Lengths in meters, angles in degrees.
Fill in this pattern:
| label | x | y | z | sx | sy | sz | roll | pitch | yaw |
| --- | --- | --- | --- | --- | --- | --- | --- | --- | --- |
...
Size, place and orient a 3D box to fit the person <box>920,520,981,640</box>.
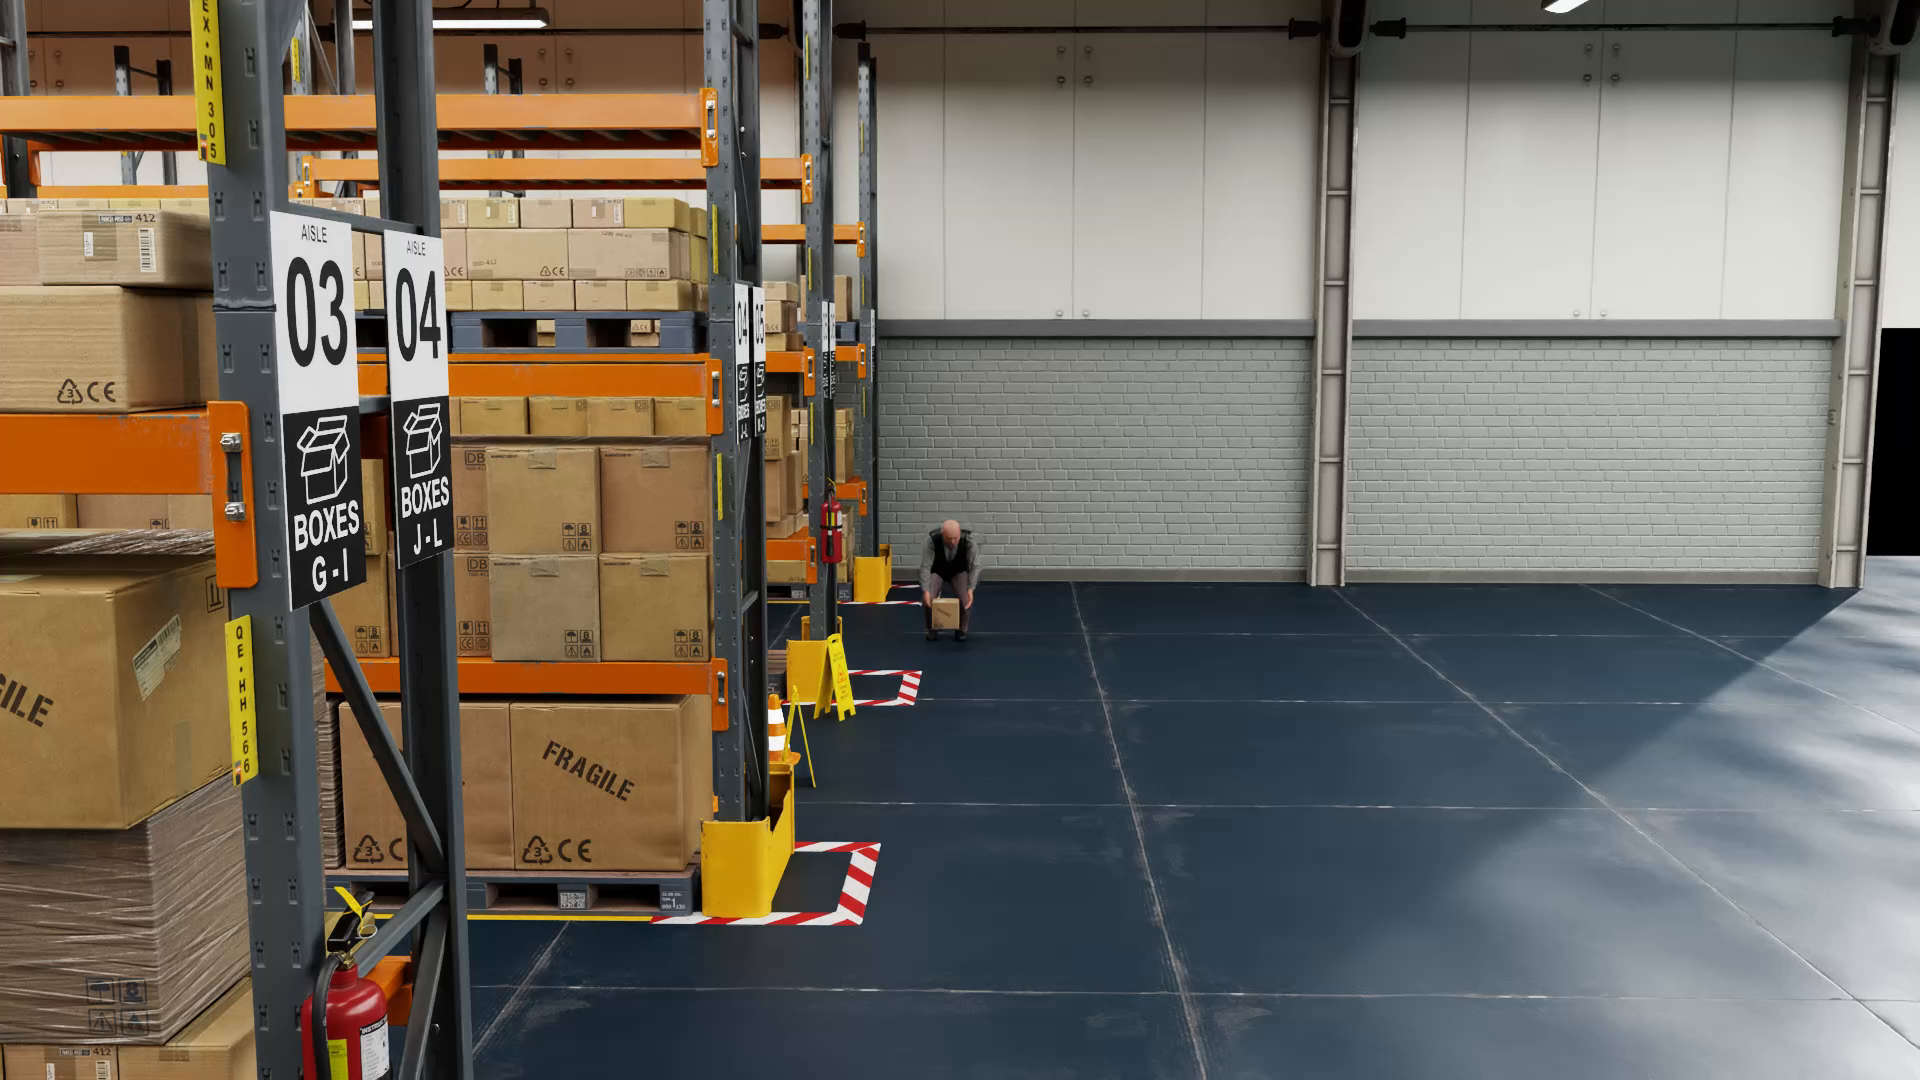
| label | x | y | z | sx | sy | sz | roll | pitch | yaw |
| --- | --- | --- | --- | --- | --- | --- | --- | --- | --- |
| person | -0.090 | 0.374 | 16.008 | 0.579 | 1.198 | 0.798 | 0 | 7 | 1 |
